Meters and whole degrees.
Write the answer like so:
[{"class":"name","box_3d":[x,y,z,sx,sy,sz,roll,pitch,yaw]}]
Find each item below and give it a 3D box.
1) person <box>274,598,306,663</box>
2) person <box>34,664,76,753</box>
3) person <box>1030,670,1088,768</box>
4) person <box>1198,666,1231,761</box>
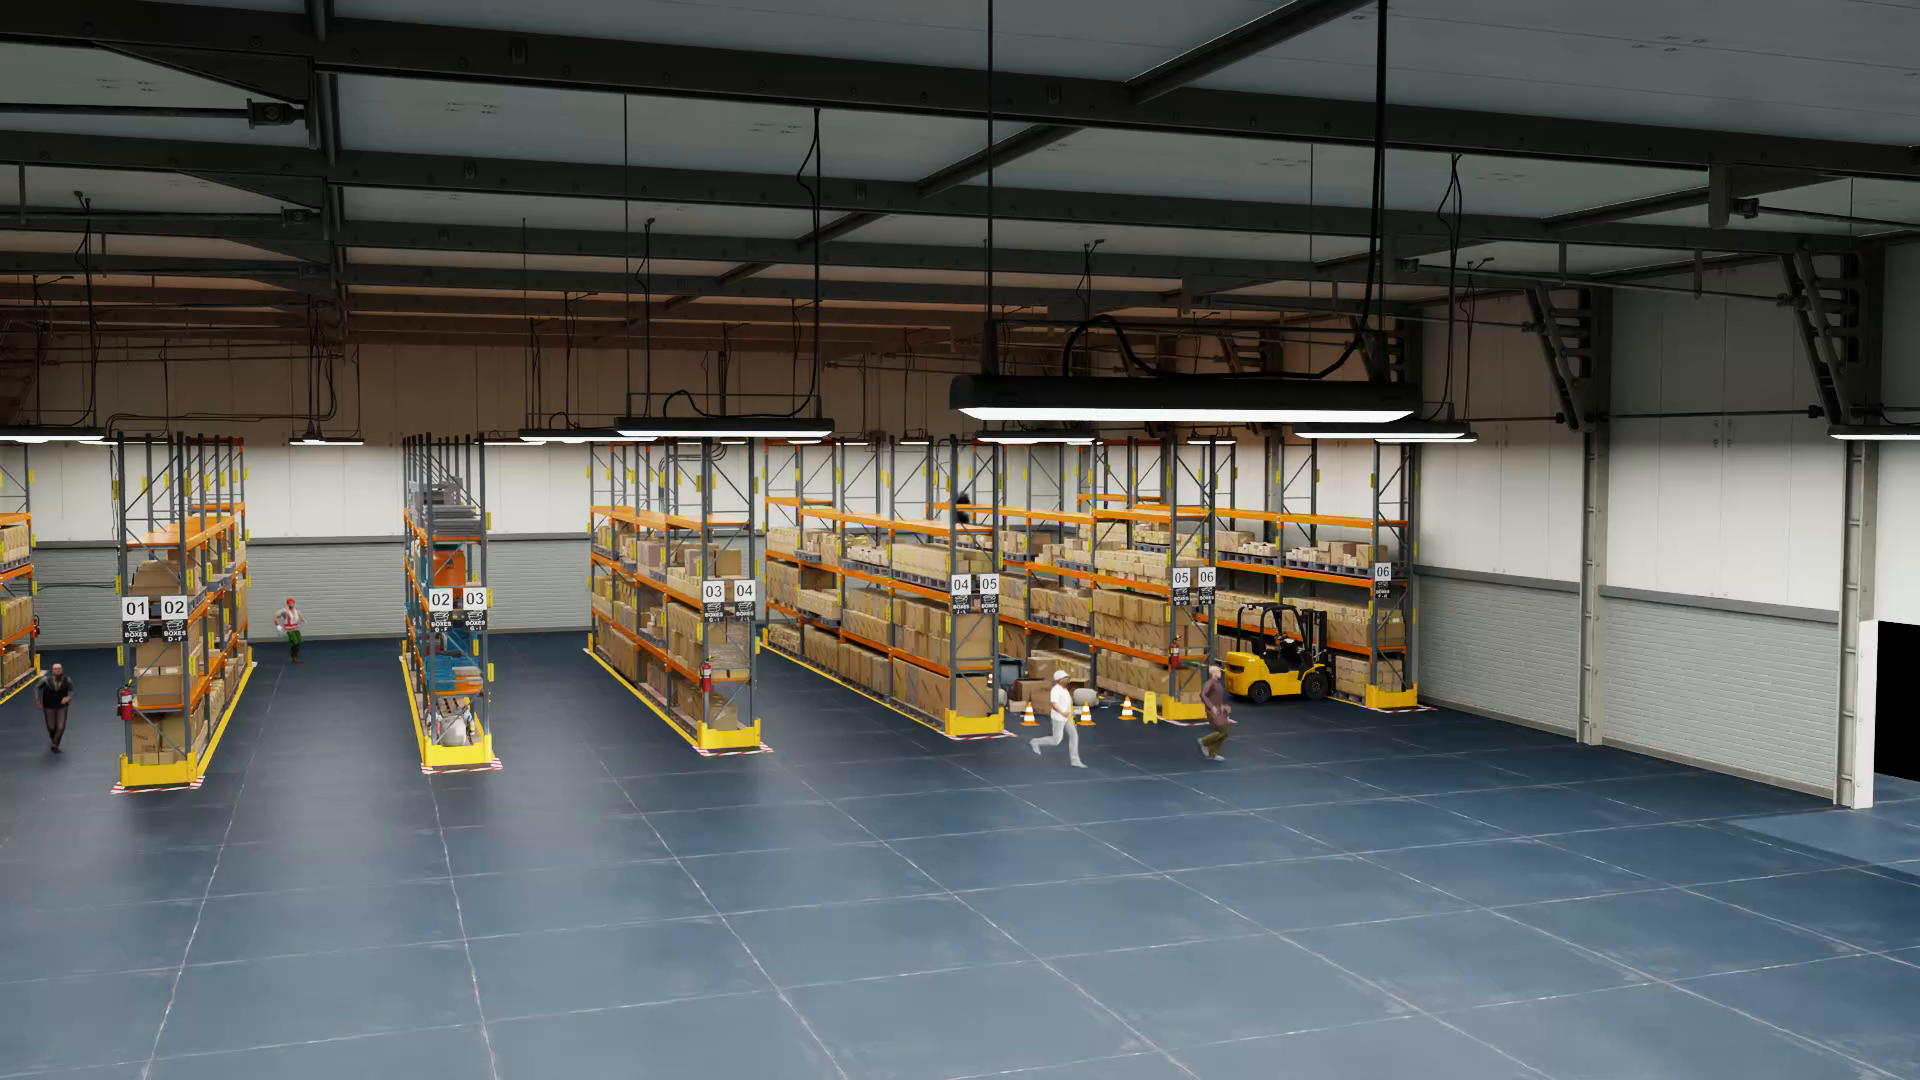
[{"class":"person","box_3d":[-17.678,2.402,44.013,0.610,1.741,0.799,2,4,33]},{"class":"person","box_3d":[-17.036,3.170,31.321,0.693,1.674,0.682,-2,4,-32]},{"class":"person","box_3d":[1.779,3.216,29.880,1.063,1.754,0.675,1,3,24]},{"class":"person","box_3d":[4.657,3.276,30.454,0.587,1.533,0.715,1,3,23]}]
